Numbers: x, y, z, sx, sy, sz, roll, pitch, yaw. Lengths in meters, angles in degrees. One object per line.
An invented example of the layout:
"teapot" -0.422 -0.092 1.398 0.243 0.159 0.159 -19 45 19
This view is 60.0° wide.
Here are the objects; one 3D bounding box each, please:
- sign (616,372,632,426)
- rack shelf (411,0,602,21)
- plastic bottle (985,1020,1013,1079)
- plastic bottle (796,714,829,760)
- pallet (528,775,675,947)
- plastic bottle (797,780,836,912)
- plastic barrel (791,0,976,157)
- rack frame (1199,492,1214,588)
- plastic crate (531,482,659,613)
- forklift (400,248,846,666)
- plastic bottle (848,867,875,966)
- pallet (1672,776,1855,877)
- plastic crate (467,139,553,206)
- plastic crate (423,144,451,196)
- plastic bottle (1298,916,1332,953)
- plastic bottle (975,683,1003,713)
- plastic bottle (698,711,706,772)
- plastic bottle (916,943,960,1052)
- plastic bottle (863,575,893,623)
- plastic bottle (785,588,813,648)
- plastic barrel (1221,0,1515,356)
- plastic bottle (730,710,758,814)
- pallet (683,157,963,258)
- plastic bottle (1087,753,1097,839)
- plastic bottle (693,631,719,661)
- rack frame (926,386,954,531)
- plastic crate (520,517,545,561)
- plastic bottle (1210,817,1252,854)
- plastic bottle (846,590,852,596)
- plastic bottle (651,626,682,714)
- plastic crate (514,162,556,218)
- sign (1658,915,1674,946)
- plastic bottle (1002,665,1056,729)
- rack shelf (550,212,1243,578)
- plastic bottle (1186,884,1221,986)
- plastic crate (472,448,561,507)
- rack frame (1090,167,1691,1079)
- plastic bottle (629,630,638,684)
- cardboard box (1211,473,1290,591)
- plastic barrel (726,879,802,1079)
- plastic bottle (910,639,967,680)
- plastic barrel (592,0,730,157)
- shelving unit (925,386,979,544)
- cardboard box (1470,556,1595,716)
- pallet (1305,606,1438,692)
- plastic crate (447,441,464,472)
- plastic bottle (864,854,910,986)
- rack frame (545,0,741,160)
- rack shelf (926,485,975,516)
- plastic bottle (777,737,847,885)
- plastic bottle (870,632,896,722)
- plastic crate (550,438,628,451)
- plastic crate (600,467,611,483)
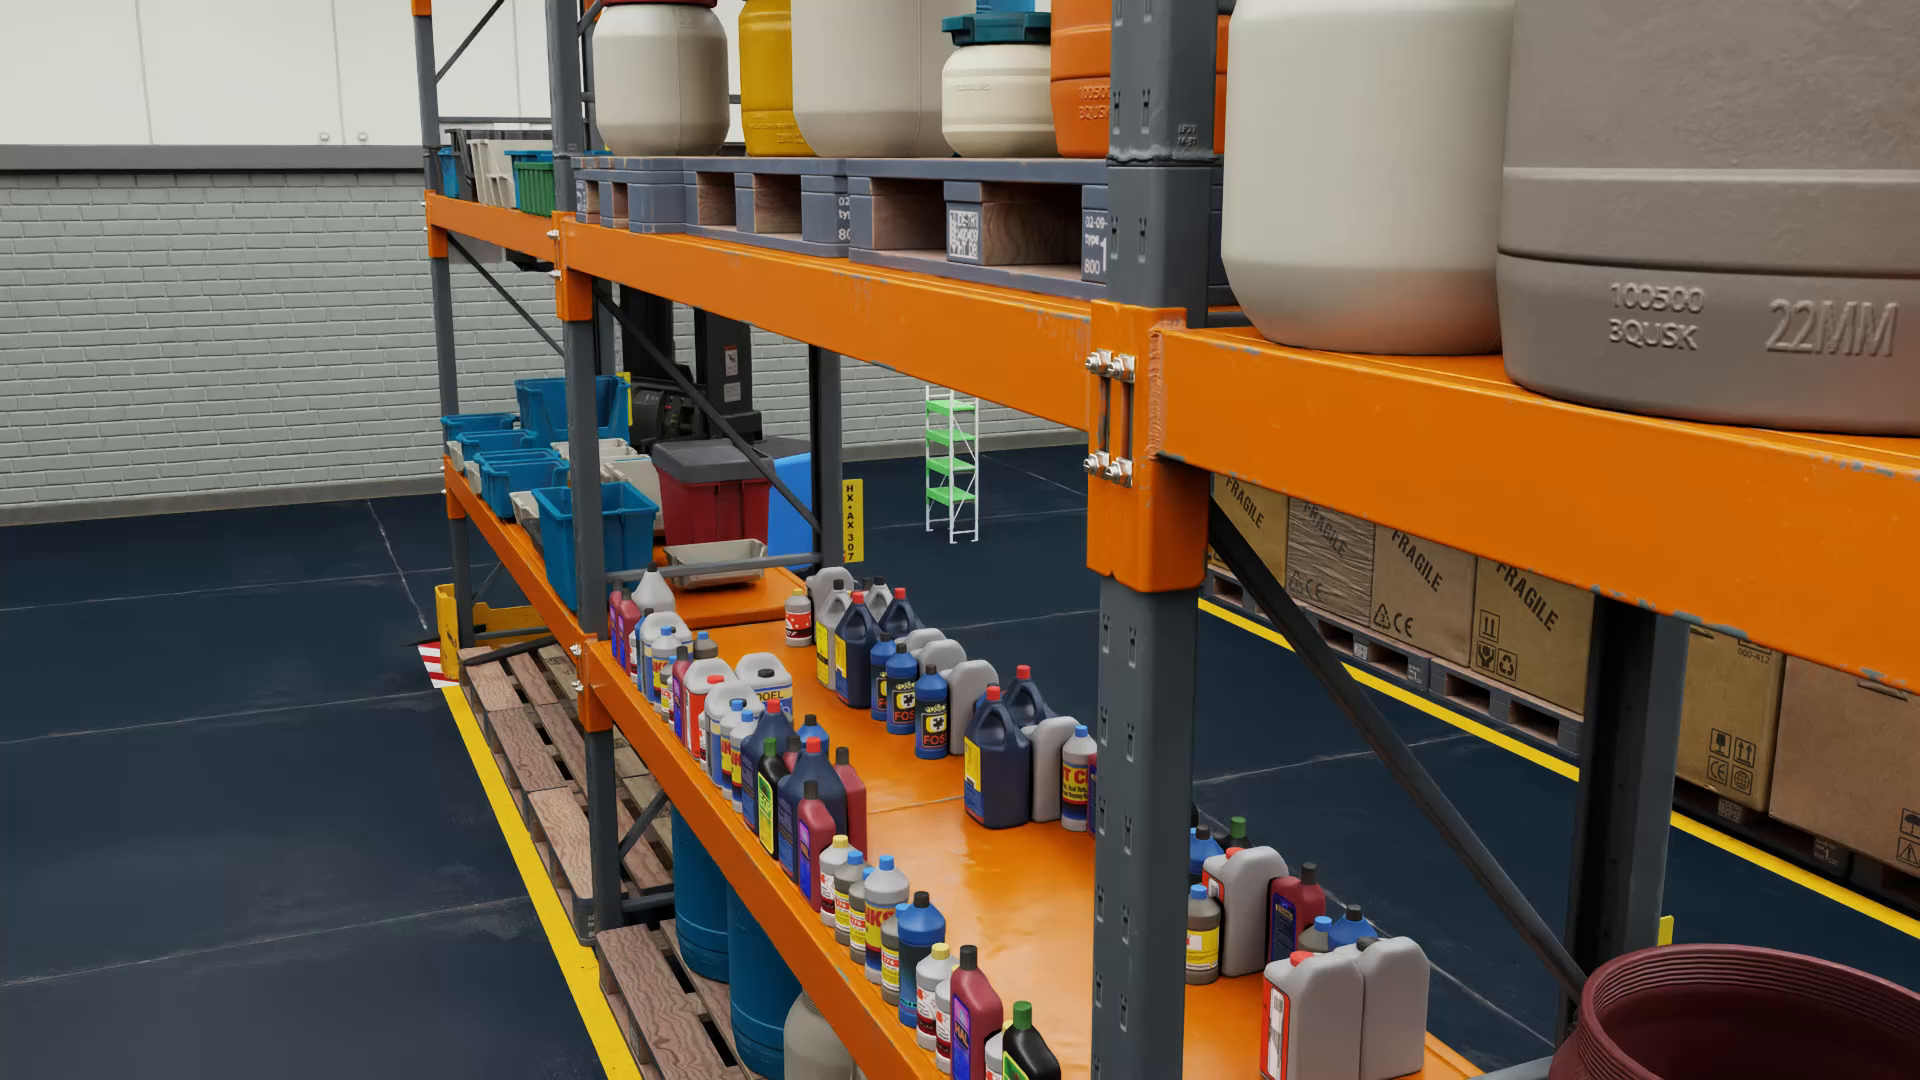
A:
"sign" -2.031 -0.848 10.018 0.100 0.325 0.005 -6 14 -23
"rack shelf" -1.728 -2.679 7.471 1.077 0.370 4.000 -6 14 -23
"plastic bottle" 0.093 0.964 2.993 0.097 0.201 0.097 0 13 0
"plastic bottle" -0.395 0.597 4.423 0.097 0.271 0.097 0 13 0
"pallet" -1.257 1.322 7.192 1.003 0.211 1.213 -6 14 -23
"plastic bottle" -0.335 0.713 3.894 0.061 0.283 0.133 -6 14 -23
"plastic barrel" -0.173 -1.147 3.788 0.433 0.535 0.433 0 13 0
"rack frame" 2.009 -1.162 11.740 1.000 3.000 0.127 -6 14 -23
"plastic crate" -1.426 0.024 6.515 0.392 0.384 0.575 -6 14 -23
"forklift" -2.094 -0.825 10.433 1.130 2.935 3.031 10 16 37
"plastic bottle" -0.194 0.816 3.633 0.097 0.201 0.097 0 13 0
"pallet" 3.990 1.175 7.824 1.003 0.211 1.213 -6 14 -23
"plastic crate" -1.924 -1.633 7.383 0.437 0.282 0.530 -6 14 -23
"plastic crate" -2.630 -2.008 9.031 0.497 0.269 0.590 -6 14 -23
"plastic bottle" 0.738 0.869 3.401 0.097 0.201 0.097 0 13 0
"plastic bottle" 0.092 0.536 4.686 0.097 0.271 0.097 0 13 0
"plastic bottle" -0.698 0.556 4.756 0.097 0.201 0.097 0 13 0
"plastic bottle" -0.038 0.896 3.286 0.097 0.201 0.097 0 13 0
"plastic bottle" -0.259 0.296 5.549 0.144 0.351 0.185 -6 14 -23
"plastic bottle" -0.579 0.276 5.968 0.097 0.201 0.097 0 13 0
"plastic barrel" 0.519 -0.486 1.918 0.421 0.512 0.421 0 13 0
"plastic bottle" -0.566 0.590 4.454 0.097 0.271 0.097 0 13 0
"pallet" -0.066 -0.871 4.246 1.003 0.211 1.213 -6 14 -23
"plastic bottle" 0.377 0.633 4.240 0.061 0.283 0.133 -6 14 -23
"plastic bottle" -0.837 0.399 5.435 0.097 0.201 0.097 0 13 0
"rack frame" -0.164 -0.669 13.600 0.240 1.200 0.015 -6 14 -23
"plastic crate" -1.621 0.009 7.155 0.437 0.125 0.590 -6 14 -23
"plastic bottle" 0.601 0.749 3.741 0.061 0.283 0.133 -6 14 -23
"plastic bottle" -0.401 0.282 5.940 0.097 0.201 0.097 0 13 0
"plastic bottle" -0.922 0.406 5.248 0.097 0.271 0.097 0 13 0
"plastic crate" -1.373 -1.307 6.182 0.450 0.188 0.662 -6 14 -23
"sign" 1.177 0.807 2.868 0.100 0.325 0.005 -6 14 -23
"plastic bottle" 0.183 0.523 4.566 0.144 0.351 0.185 -6 14 -23
"rack shelf" -0.126 -0.586 4.194 1.077 0.370 4.000 -6 14 -23
"plastic bottle" 0.506 0.836 3.548 0.097 0.201 0.097 0 13 0
"plastic crate" -2.204 -0.310 8.295 0.416 0.233 0.300 -6 14 -23
"rack frame" 0.676 0.938 2.665 1.000 3.000 0.127 -6 14 -23
"plastic bottle" -1.054 0.372 5.550 0.097 0.201 0.097 0 13 0
"cardboard box" 2.339 -0.207 11.392 0.875 0.875 0.875 -6 14 -23
"plastic barrel" -0.441 1.189 5.301 0.600 0.901 0.708 -6 14 -23
"plastic bottle" -0.070 0.432 5.128 0.152 0.276 0.135 -6 14 -23
"plastic barrel" -0.946 -1.489 5.268 0.433 0.535 0.433 0 13 0
"shelving unit" -0.066 -0.619 13.382 0.258 1.200 0.503 -6 14 -23
"cardboard box" 3.420 0.351 8.982 0.875 0.875 0.875 -6 14 -23
"pallet" 2.886 0.606 10.284 1.003 0.211 1.213 -6 14 -23
"plastic crate" -2.679 -0.461 9.162 0.250 0.136 0.298 -6 14 -23
"plastic bottle" -0.155 0.802 3.538 0.097 0.271 0.097 0 13 0
"rack frame" -0.927 -2.811 5.560 1.000 3.000 0.127 -6 14 -23
"rack shelf" -0.066 -0.323 13.451 0.258 0.148 0.480 -6 14 -23
"plastic bottle" -0.361 0.644 4.044 0.144 0.351 0.185 -6 14 -23
"plastic bottle" -0.231 0.421 5.183 0.097 0.271 0.097 0 13 0
"plastic crate" -2.036 -0.464 9.173 0.396 0.136 0.243 -6 14 -23
"plastic crate" -1.664 -0.288 8.412 0.298 0.136 0.250 -6 14 -23
